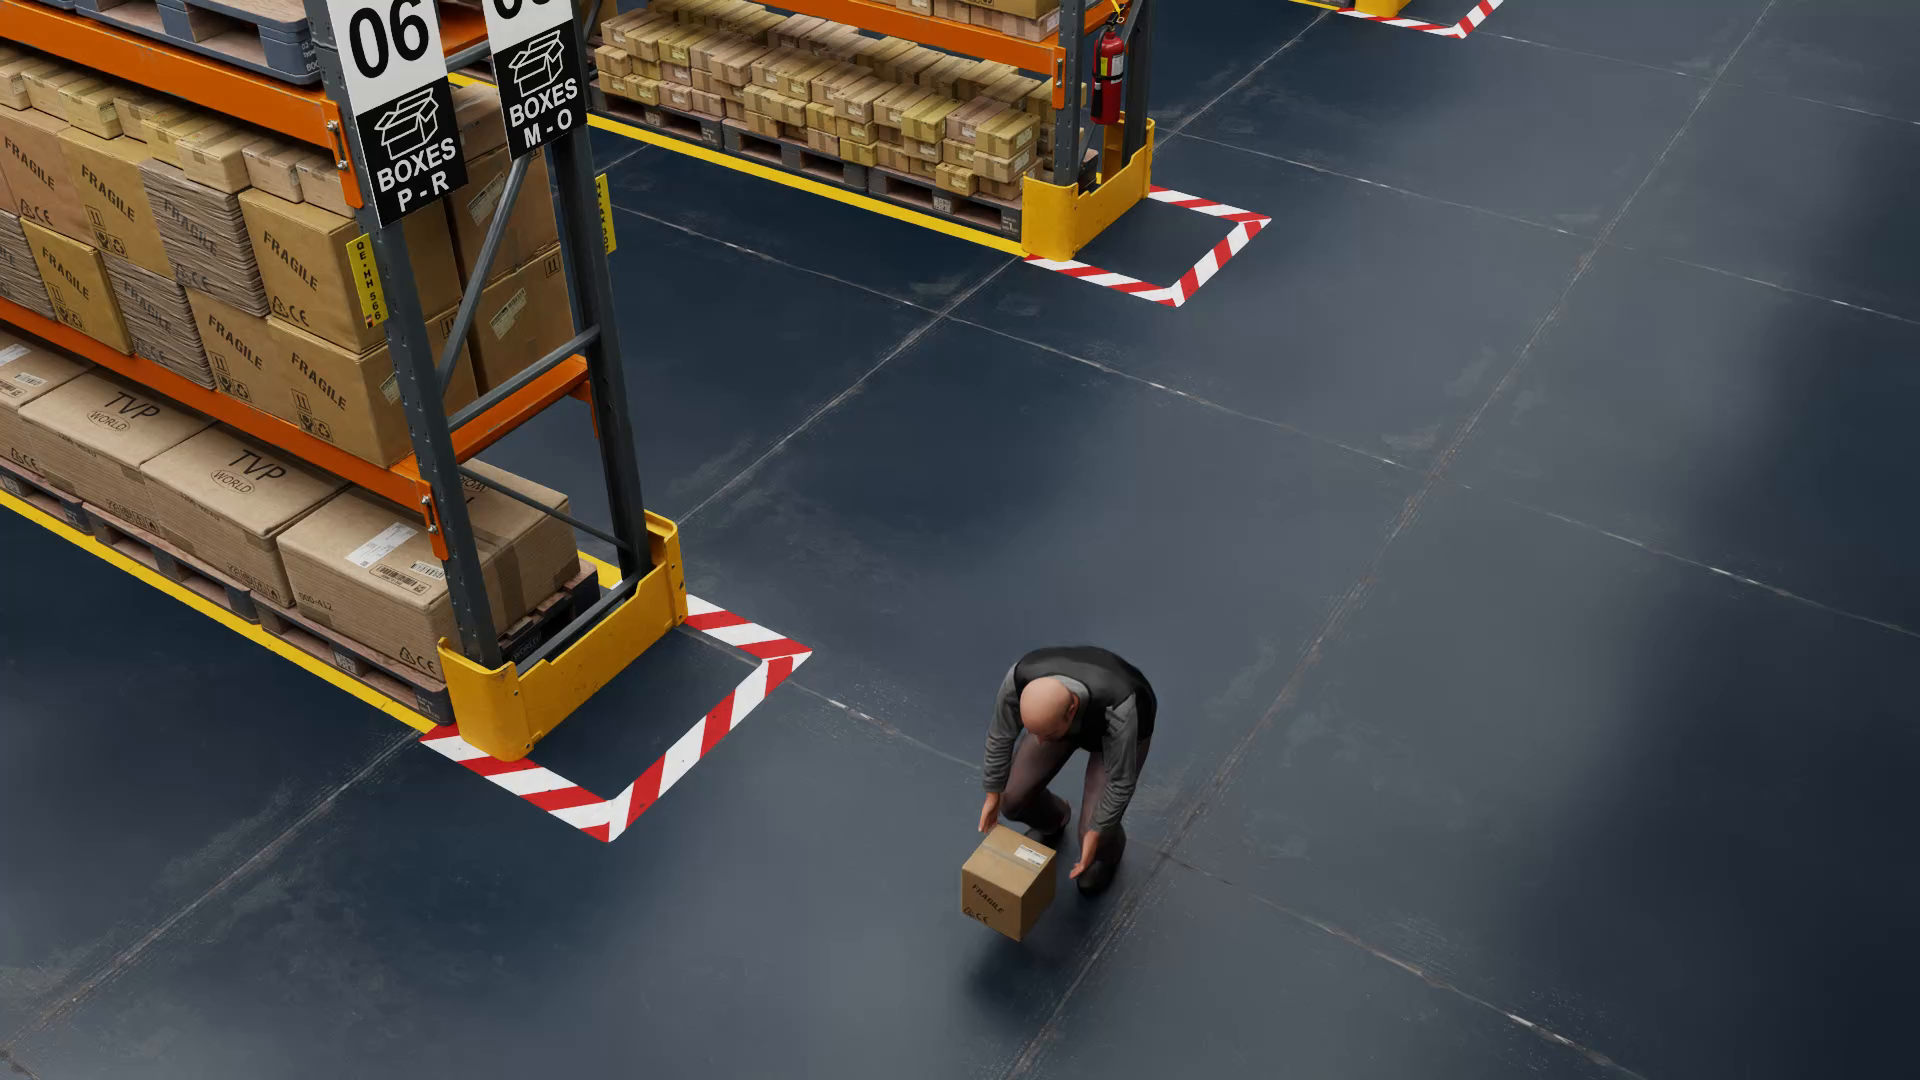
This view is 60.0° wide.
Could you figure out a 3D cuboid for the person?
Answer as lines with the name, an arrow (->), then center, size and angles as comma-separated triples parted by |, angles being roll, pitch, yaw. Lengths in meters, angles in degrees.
person -> 0.434, 0.803, 6.077 | 0.583, 1.232, 0.789 | 21, 43, 25
